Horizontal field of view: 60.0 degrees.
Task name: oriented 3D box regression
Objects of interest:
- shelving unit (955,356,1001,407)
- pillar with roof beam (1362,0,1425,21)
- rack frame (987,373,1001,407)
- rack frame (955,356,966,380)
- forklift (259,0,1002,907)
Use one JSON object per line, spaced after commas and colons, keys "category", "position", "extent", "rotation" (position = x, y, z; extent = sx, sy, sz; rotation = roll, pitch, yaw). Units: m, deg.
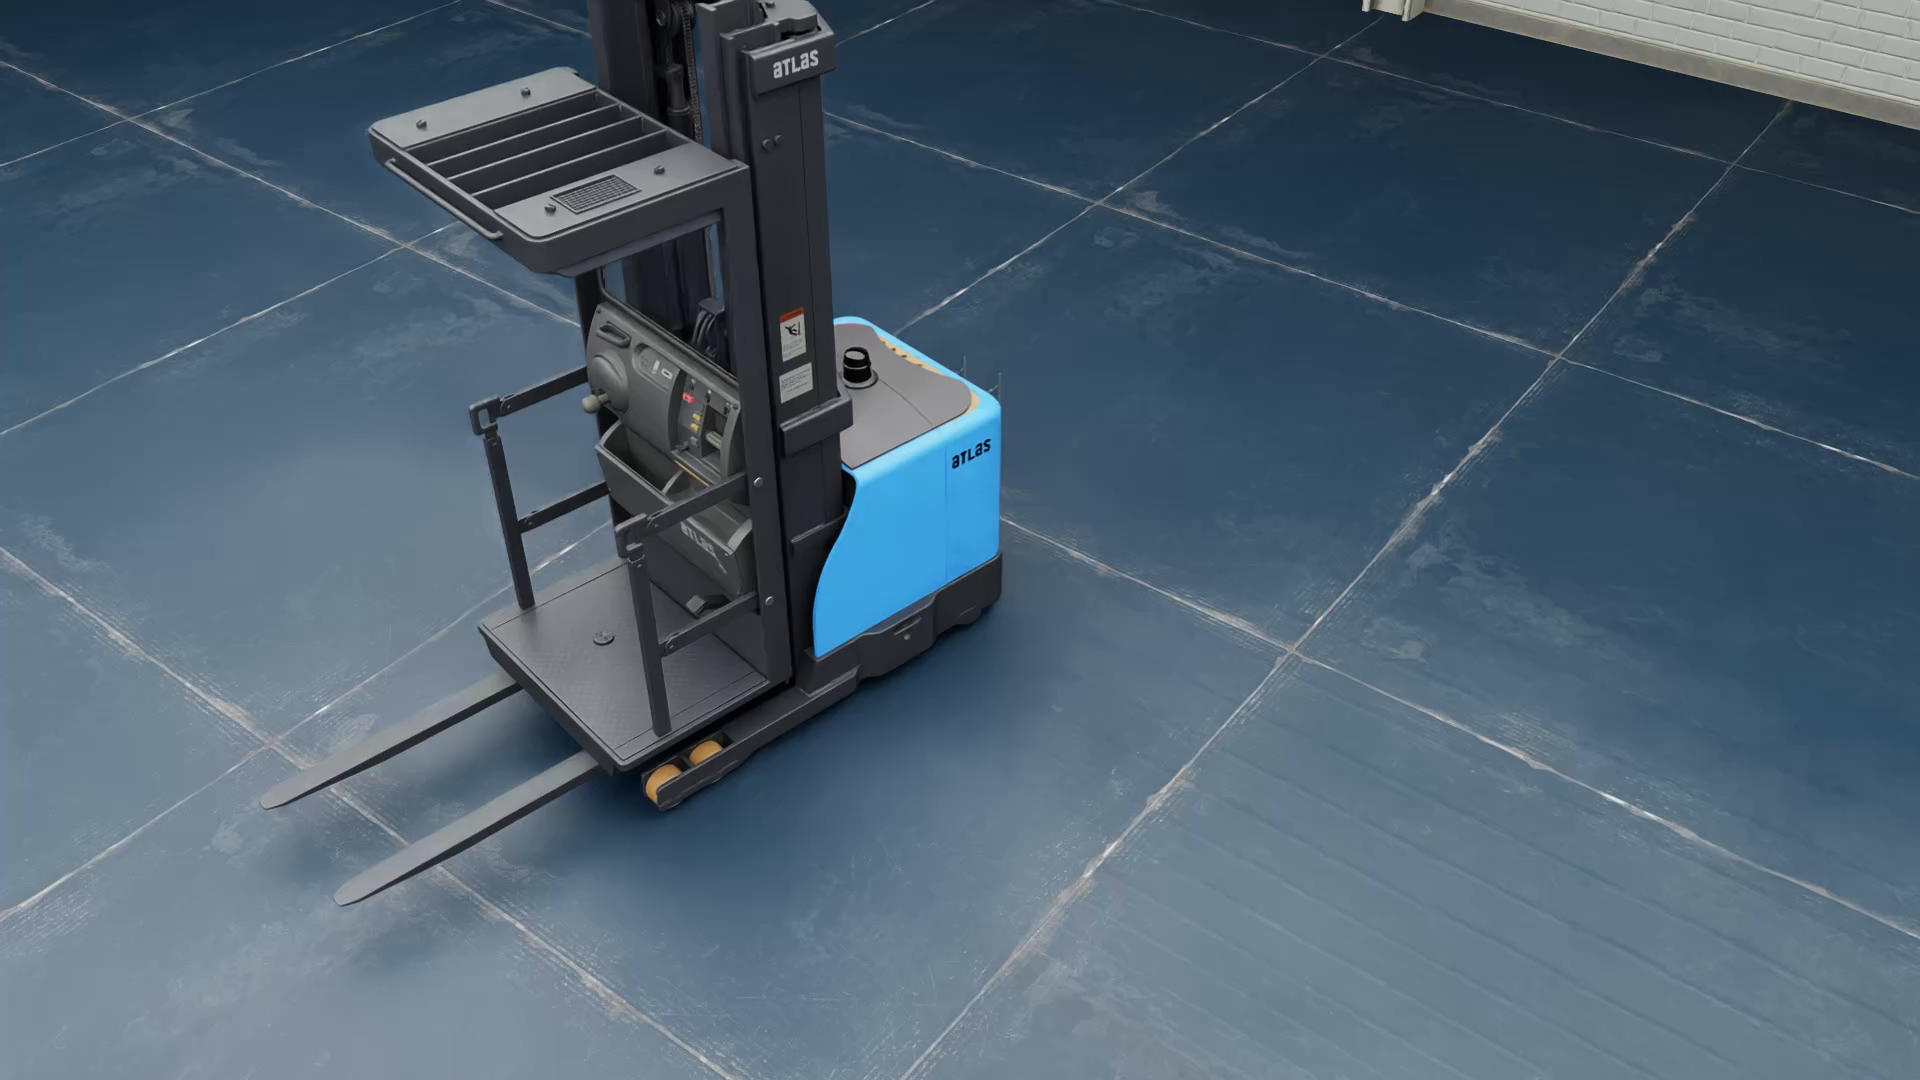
{"category": "shelving unit", "position": [0.021, -0.357, 7.476], "extent": [0.210, 0.900, 0.258], "rotation": [29, 46, 31]}
{"category": "pillar with roof beam", "position": [0.790, -5.600, 7.603], "extent": [0.400, 9.000, 9.100], "rotation": [25, 45, 29]}
{"category": "rack frame", "position": [0.097, -0.316, 7.423], "extent": [0.006, 0.900, 0.240], "rotation": [29, 46, 31]}
{"category": "rack frame", "position": [-0.056, -0.399, 7.529], "extent": [0.006, 0.900, 0.240], "rotation": [29, 46, 31]}
{"category": "forklift", "position": [-1.250, -0.485, 5.991], "extent": [3.031, 2.935, 1.130], "rotation": [-29, 46, -32]}
